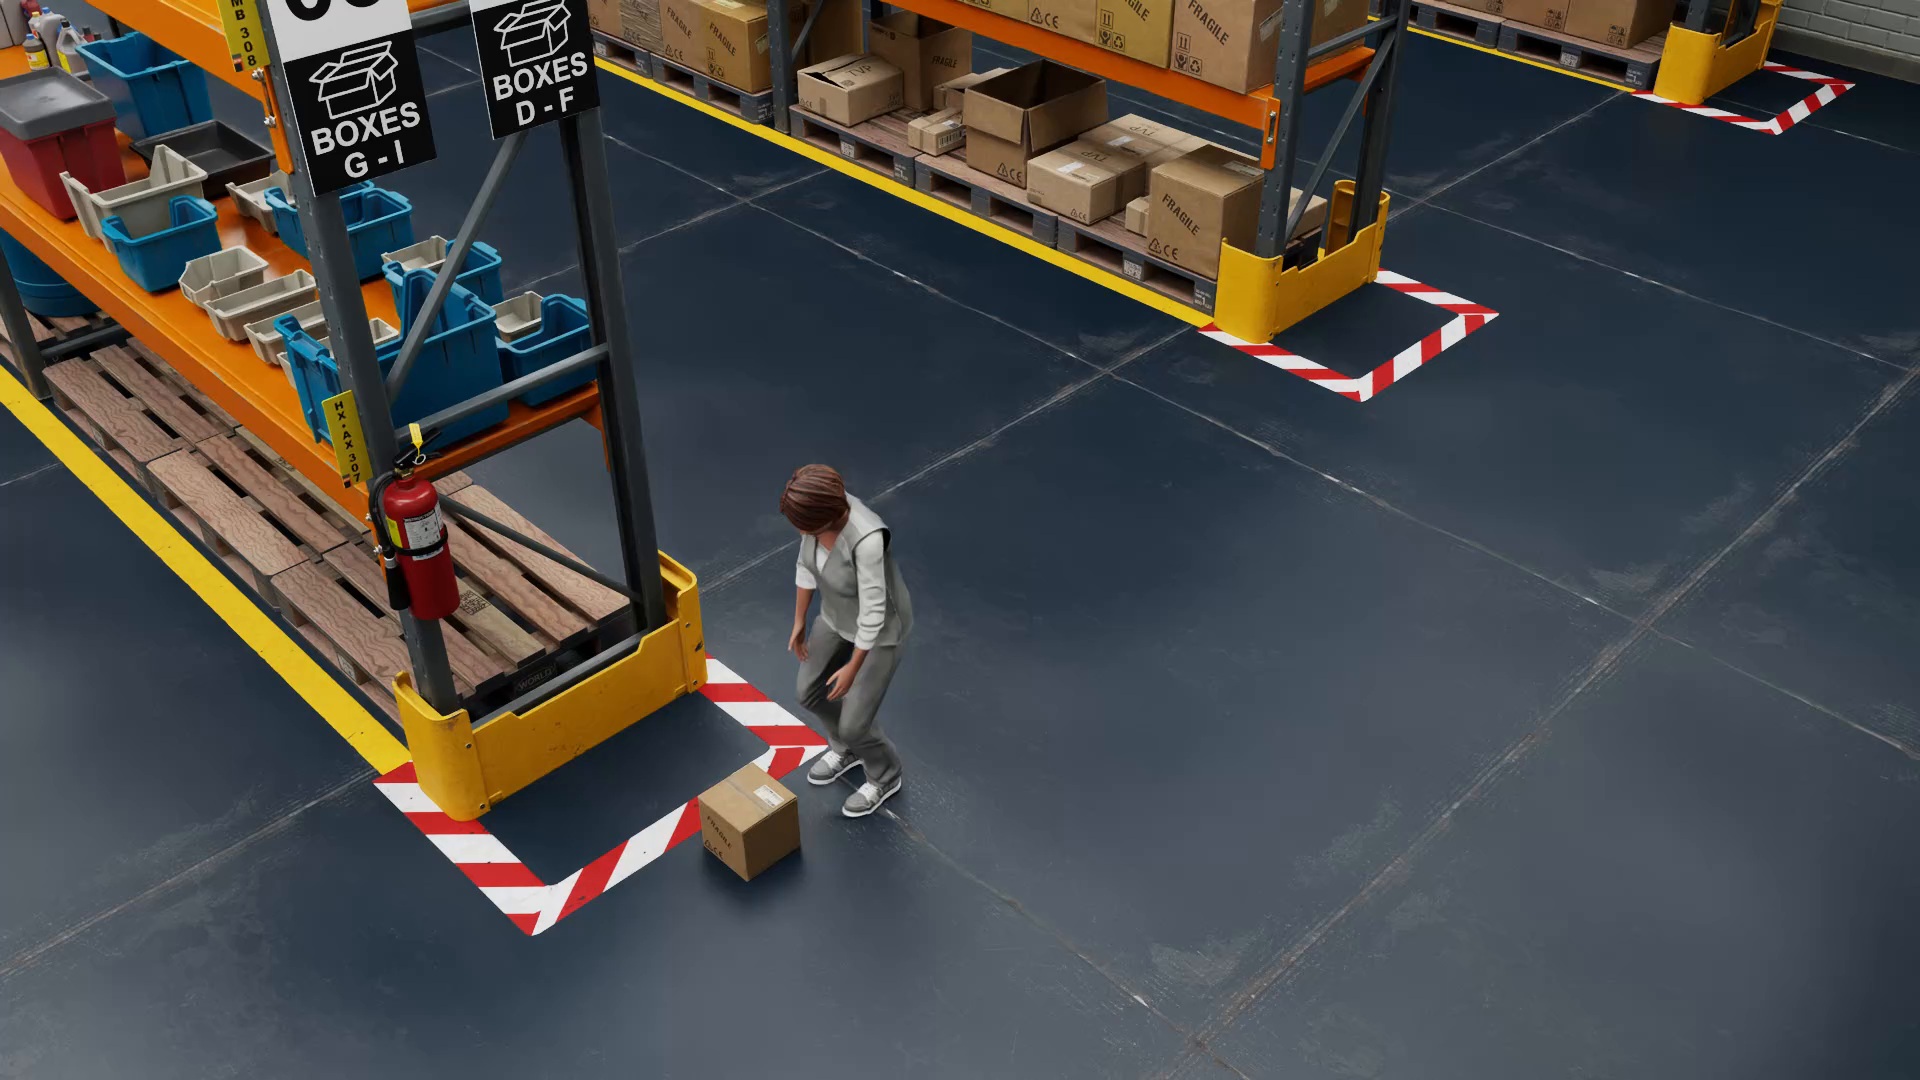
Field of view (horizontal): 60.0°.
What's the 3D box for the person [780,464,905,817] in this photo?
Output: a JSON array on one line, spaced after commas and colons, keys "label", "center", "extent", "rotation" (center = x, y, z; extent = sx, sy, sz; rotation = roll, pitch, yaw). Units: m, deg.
[{"label": "person", "center": [-0.394, 0.345, 5.786], "extent": [0.447, 1.483, 0.427], "rotation": [-26, 43, -31]}]
